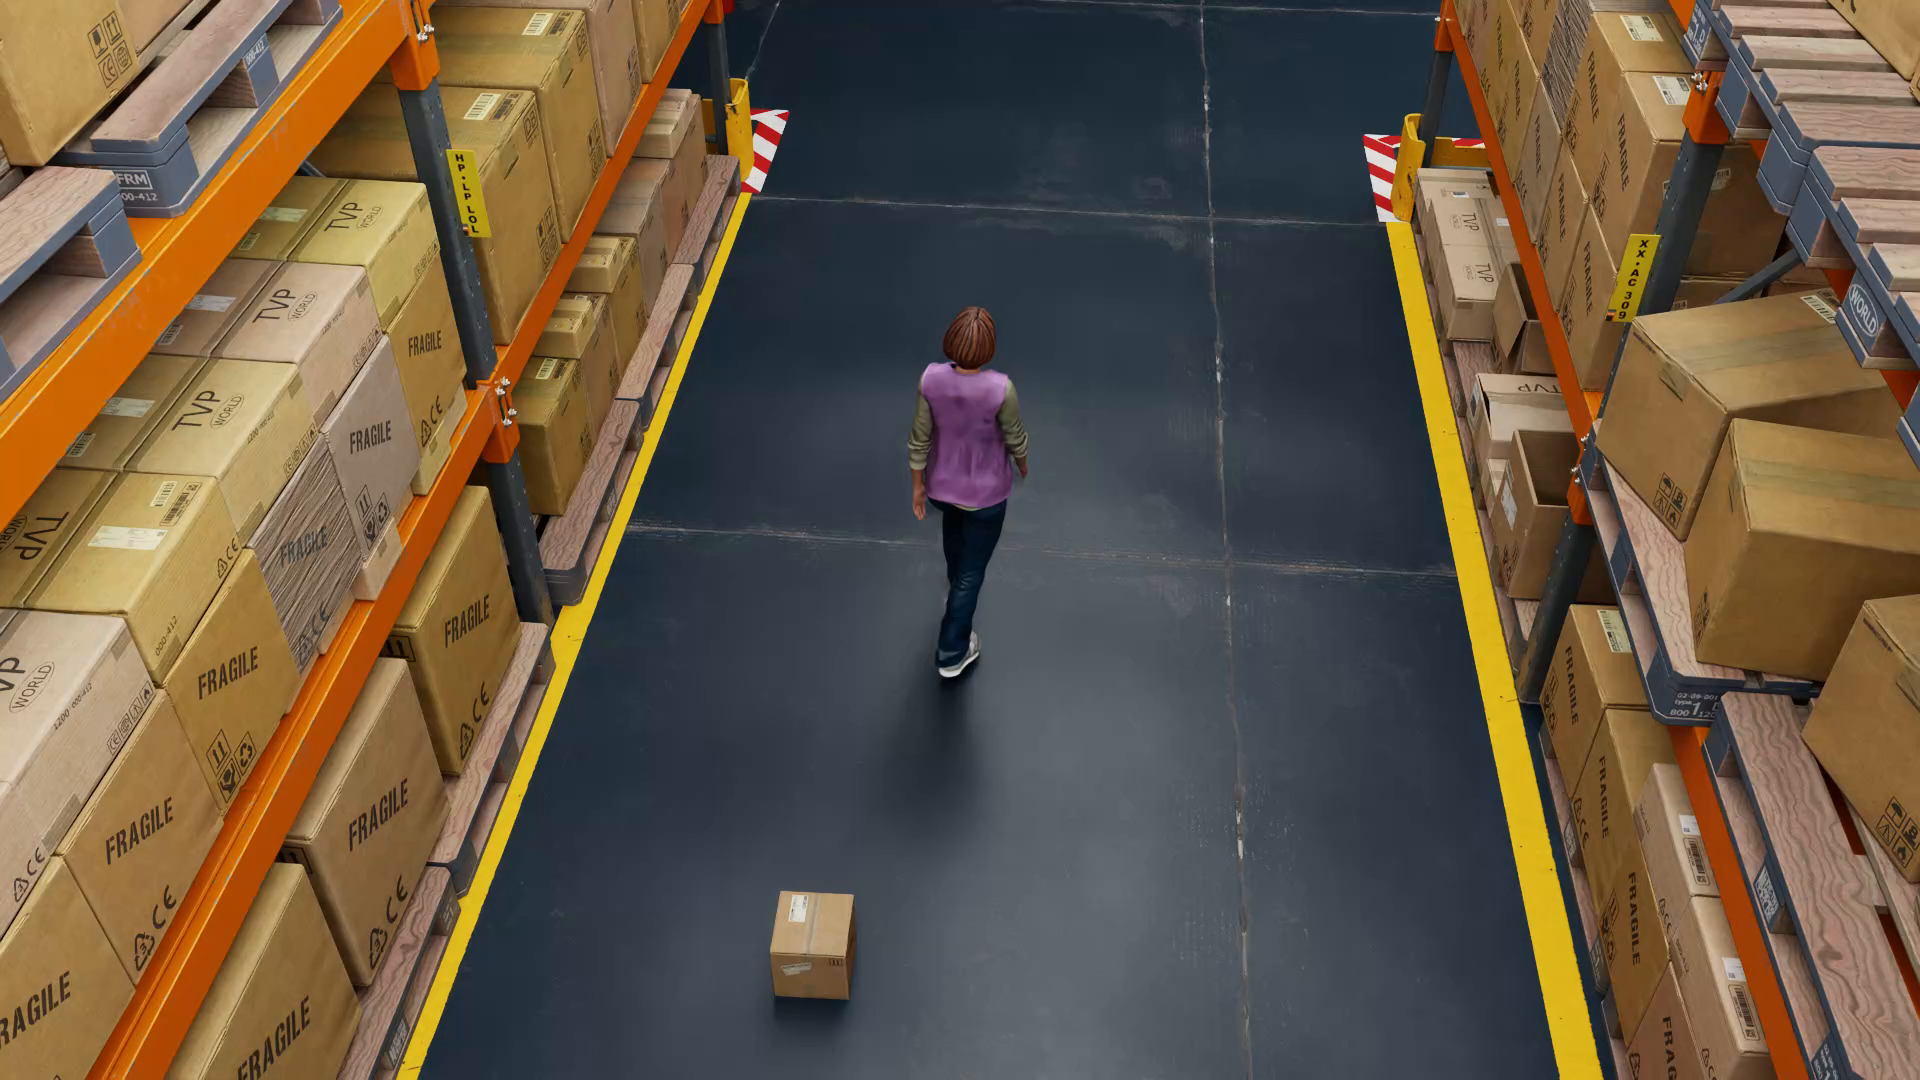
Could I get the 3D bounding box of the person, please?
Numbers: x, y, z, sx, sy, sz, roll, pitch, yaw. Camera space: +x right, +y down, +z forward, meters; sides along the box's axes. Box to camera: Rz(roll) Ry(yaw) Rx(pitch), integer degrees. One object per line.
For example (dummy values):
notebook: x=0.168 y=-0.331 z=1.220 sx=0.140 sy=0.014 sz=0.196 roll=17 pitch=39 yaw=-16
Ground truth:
person: x=0.047 y=-0.219 z=6.422 sx=0.429 sy=1.619 sz=0.716 roll=14 pitch=42 yaw=15
